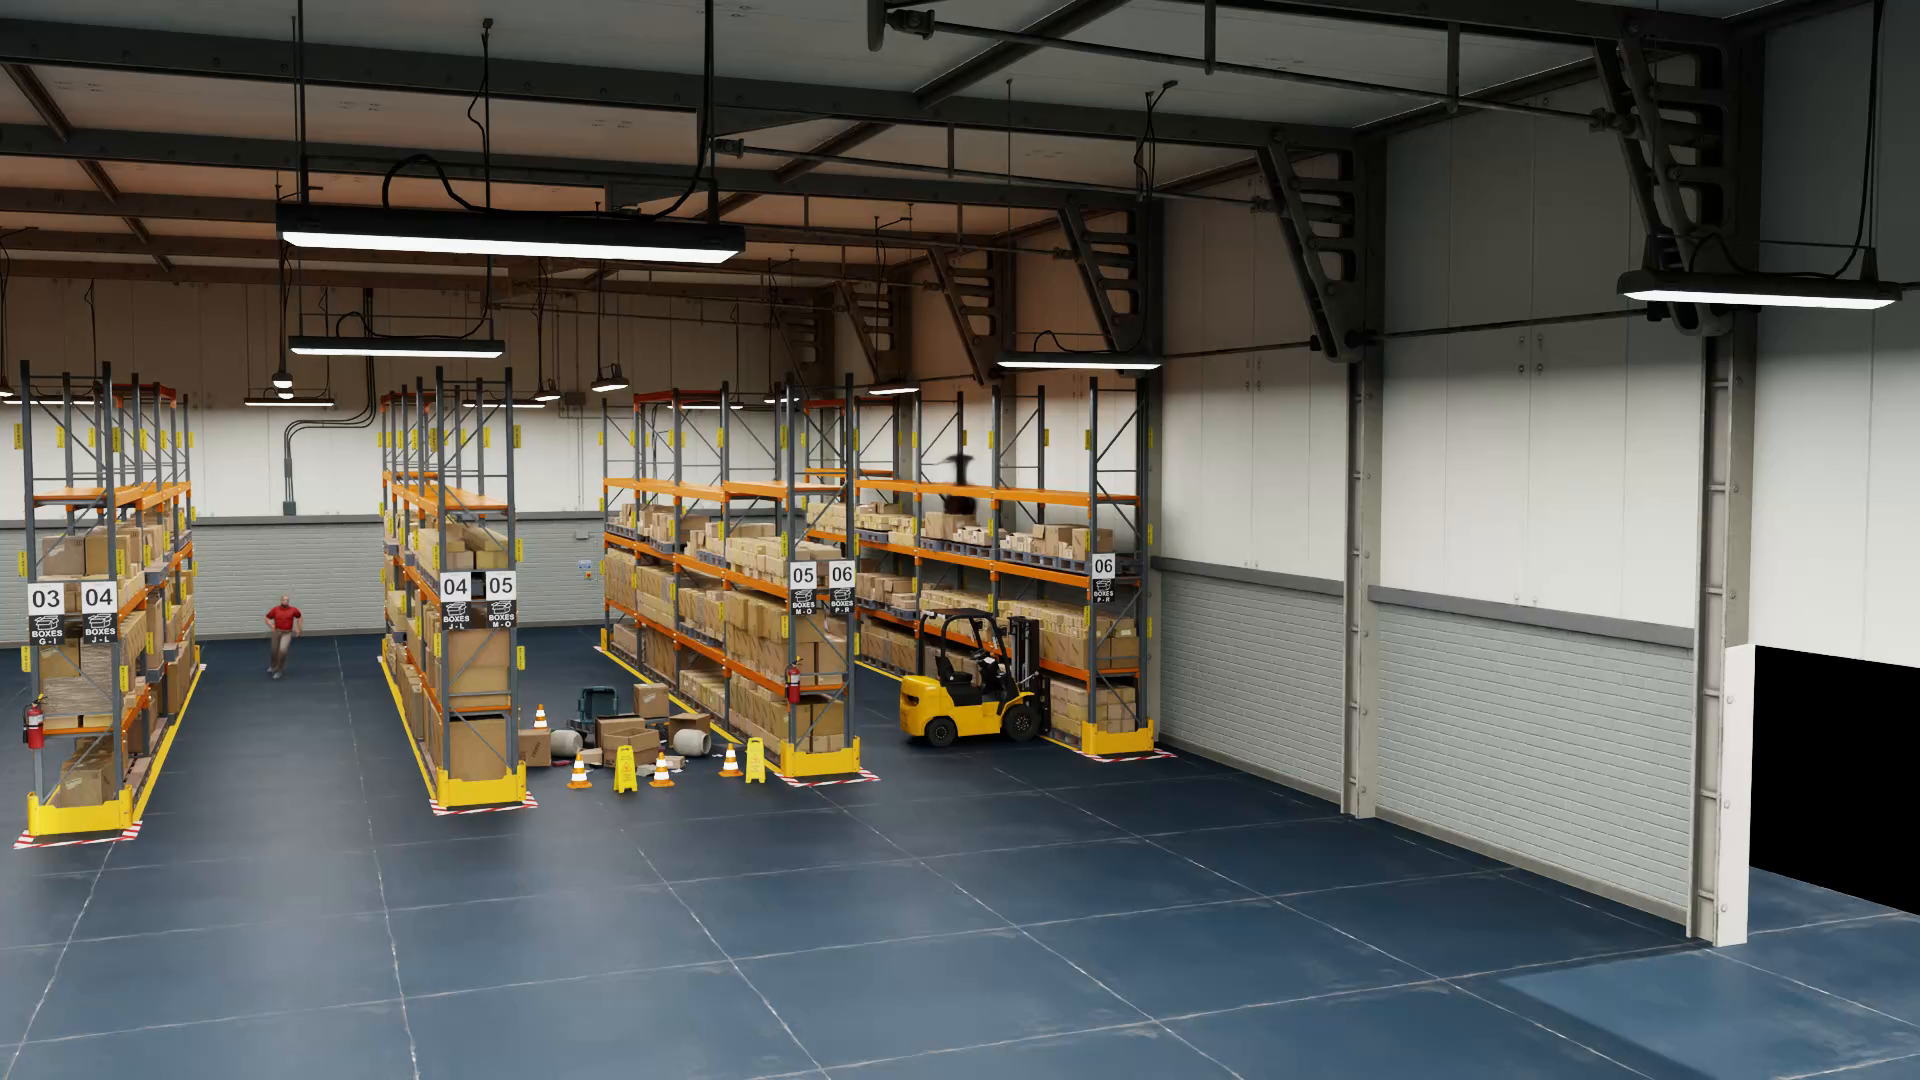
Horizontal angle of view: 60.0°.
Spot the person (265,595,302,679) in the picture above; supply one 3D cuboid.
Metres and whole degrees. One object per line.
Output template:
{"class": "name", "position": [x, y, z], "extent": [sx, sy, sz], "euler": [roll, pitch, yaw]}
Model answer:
{"class": "person", "position": [-14.354, 2.048, 35.236], "extent": [0.738, 1.764, 0.781], "euler": [-1, 4, -13]}

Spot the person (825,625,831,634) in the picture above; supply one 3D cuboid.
{"class": "person", "position": [-2.860, 2.228, 33.687], "extent": [0.716, 1.575, 0.608], "euler": [0, 3, 5]}
